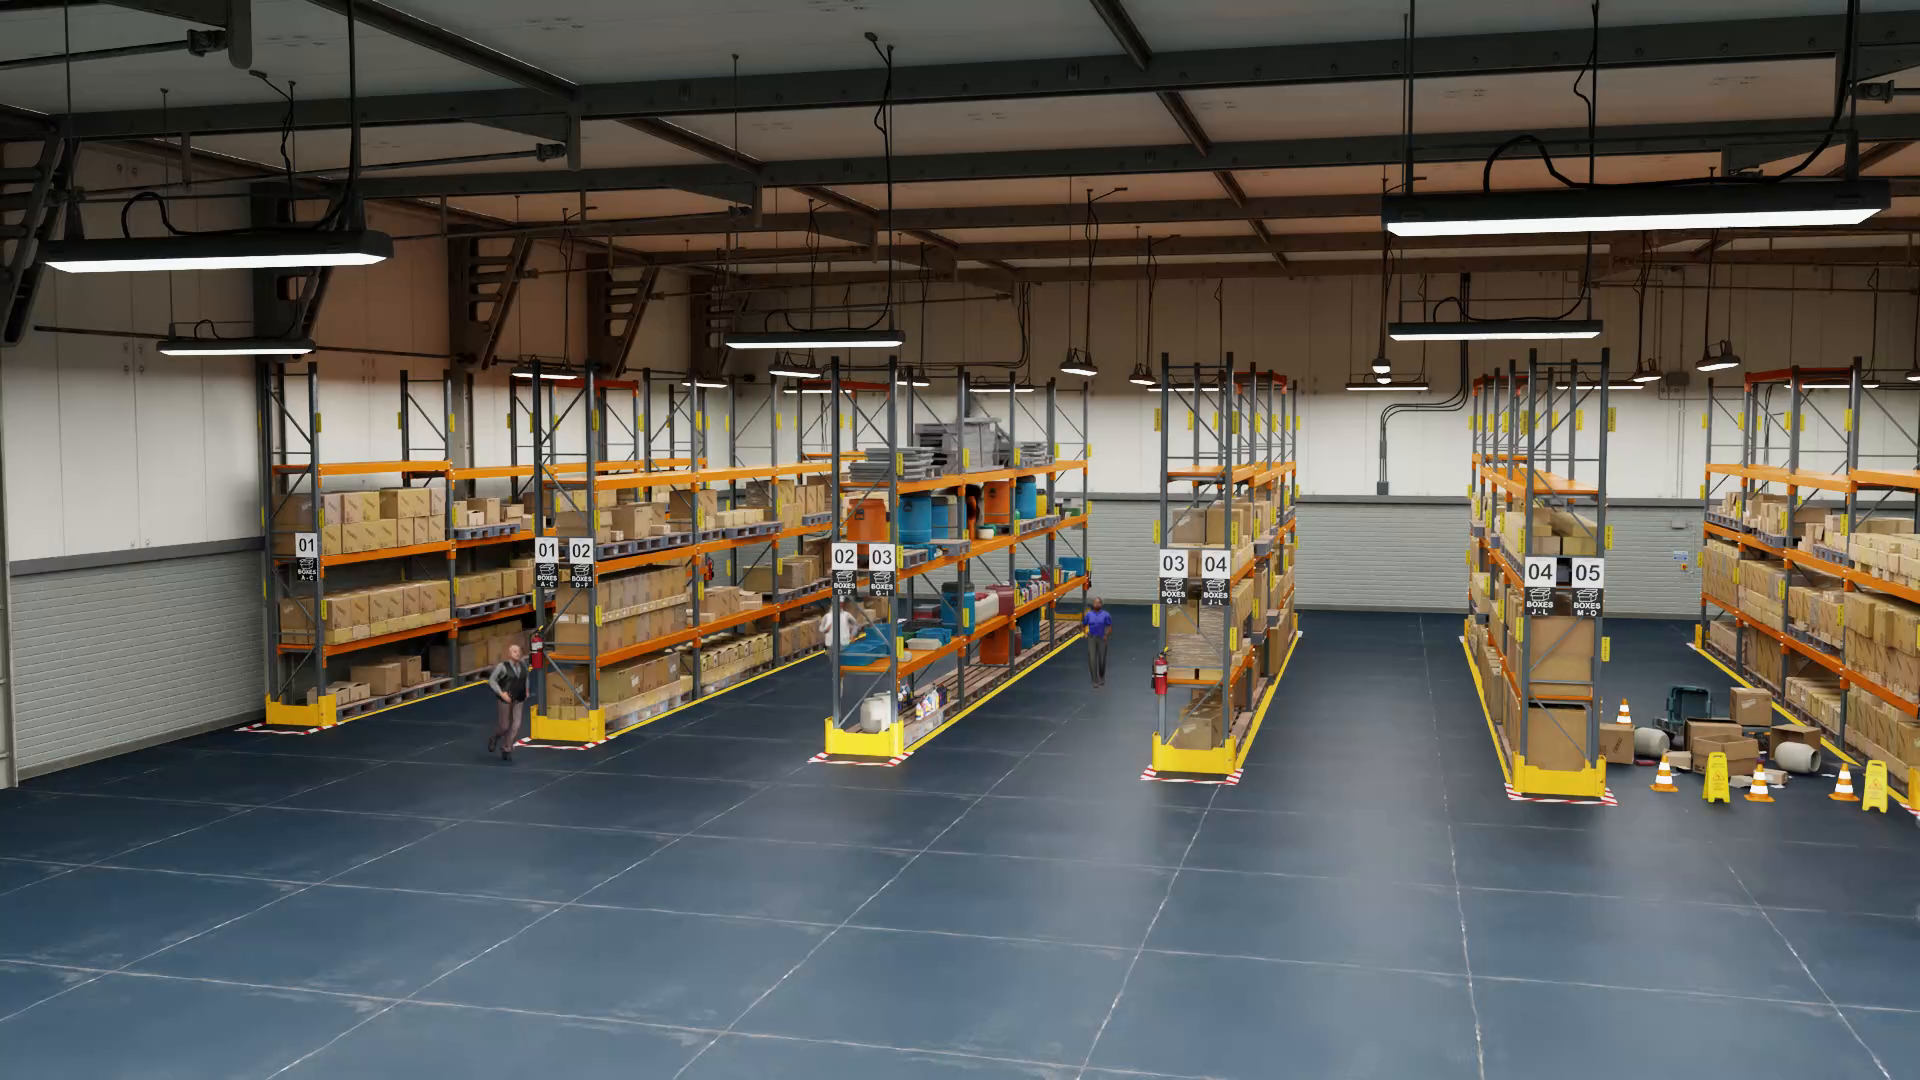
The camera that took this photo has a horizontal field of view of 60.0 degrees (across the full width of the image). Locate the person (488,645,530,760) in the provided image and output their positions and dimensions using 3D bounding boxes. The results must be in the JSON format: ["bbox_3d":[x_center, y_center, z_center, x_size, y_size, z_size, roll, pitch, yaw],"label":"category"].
[{"bbox_3d":[-6.748,2.416,24.965,0.694,1.682,0.666,-4,6,-43],"label":"person"}]

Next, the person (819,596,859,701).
[{"bbox_3d":[-2.130,1.846,28.866,0.643,1.793,0.875,1,4,14],"label":"person"}]

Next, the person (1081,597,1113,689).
[{"bbox_3d":[2.432,1.822,29.616,0.574,1.615,0.534,1,4,8],"label":"person"}]
